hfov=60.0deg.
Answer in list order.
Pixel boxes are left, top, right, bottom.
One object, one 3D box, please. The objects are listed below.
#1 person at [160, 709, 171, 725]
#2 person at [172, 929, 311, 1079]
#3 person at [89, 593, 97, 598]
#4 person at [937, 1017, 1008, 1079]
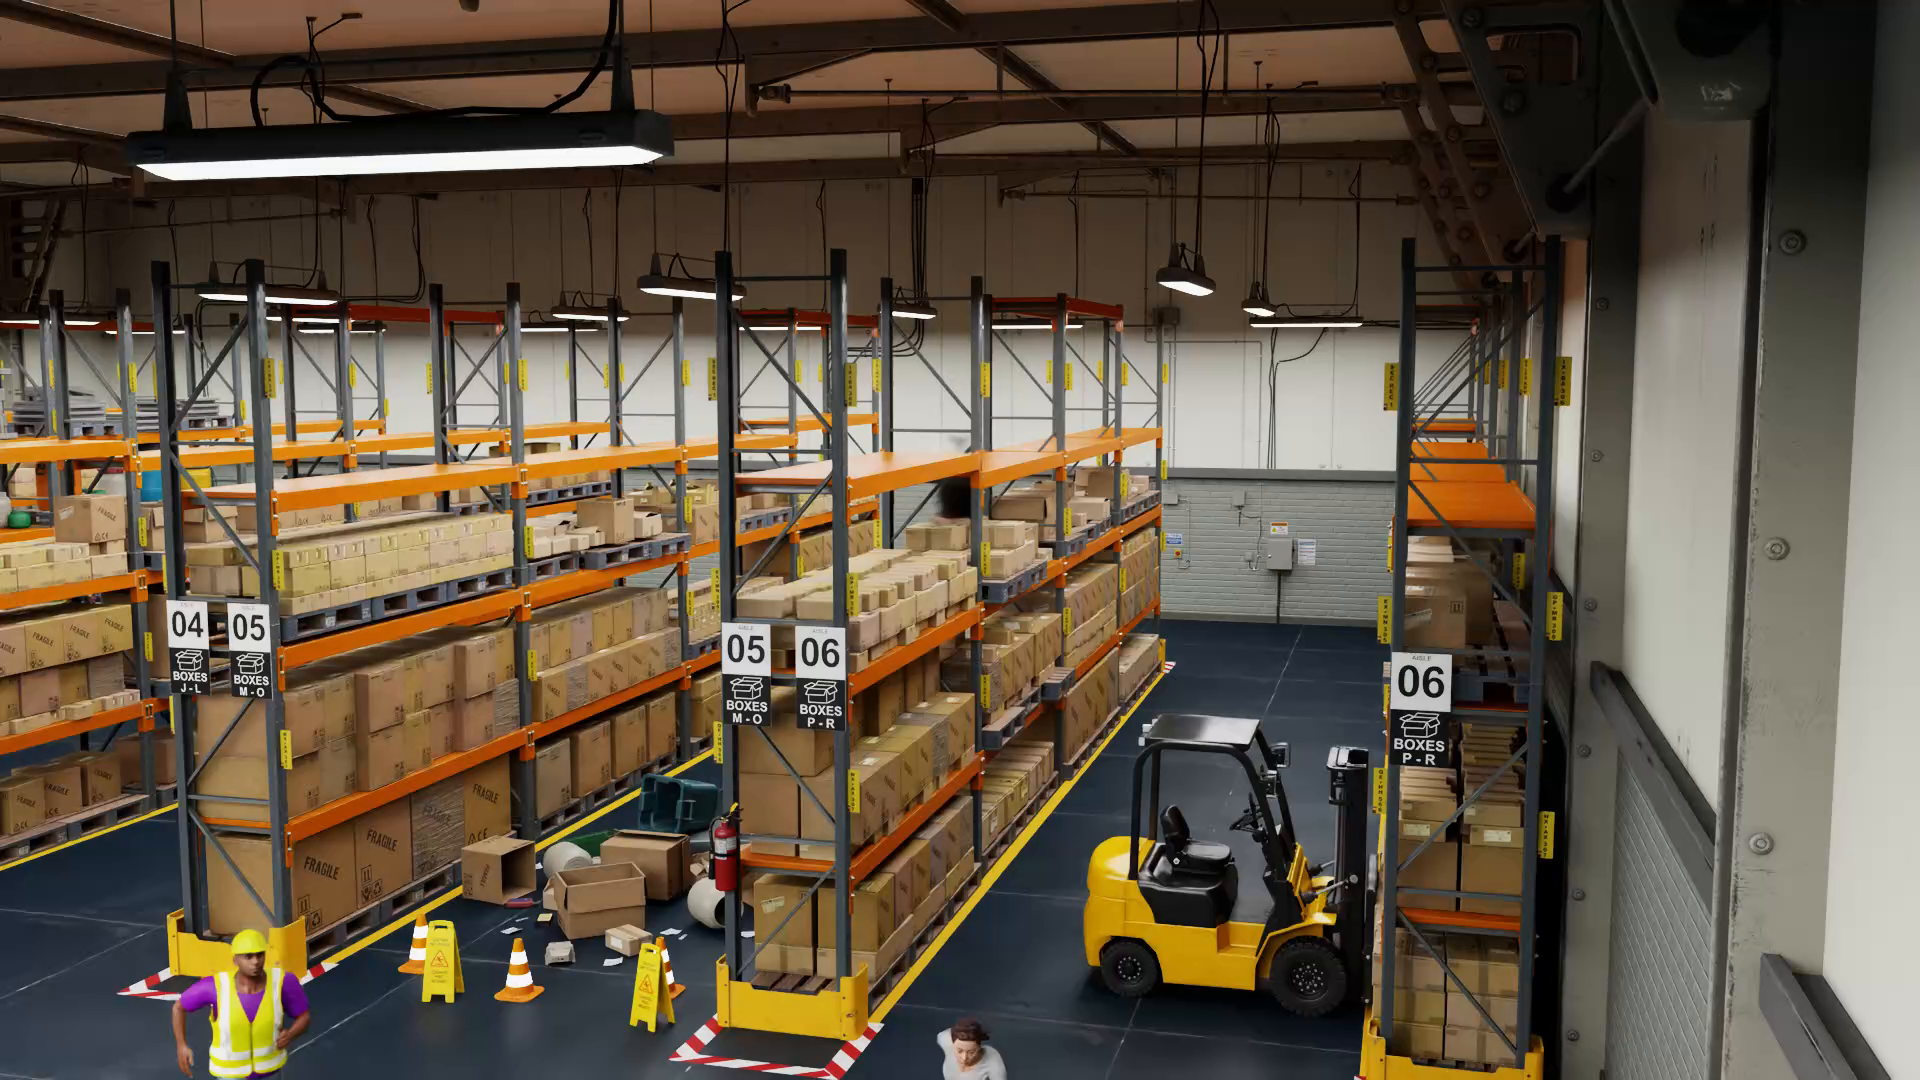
[{"bbox_3d":[-10.744,2.005,22.719,0.516,1.559,0.662,1,6,9],"label":"person"},{"bbox_3d":[-4.344,3.227,10.102,0.743,1.815,0.884,-4,7,-34],"label":"person"},{"bbox_3d":[-18.434,0.638,35.038,1.078,1.628,0.701,3,7,29],"label":"person"},{"bbox_3d":[0.057,3.411,9.793,0.584,1.444,0.903,2,6,20],"label":"person"}]
